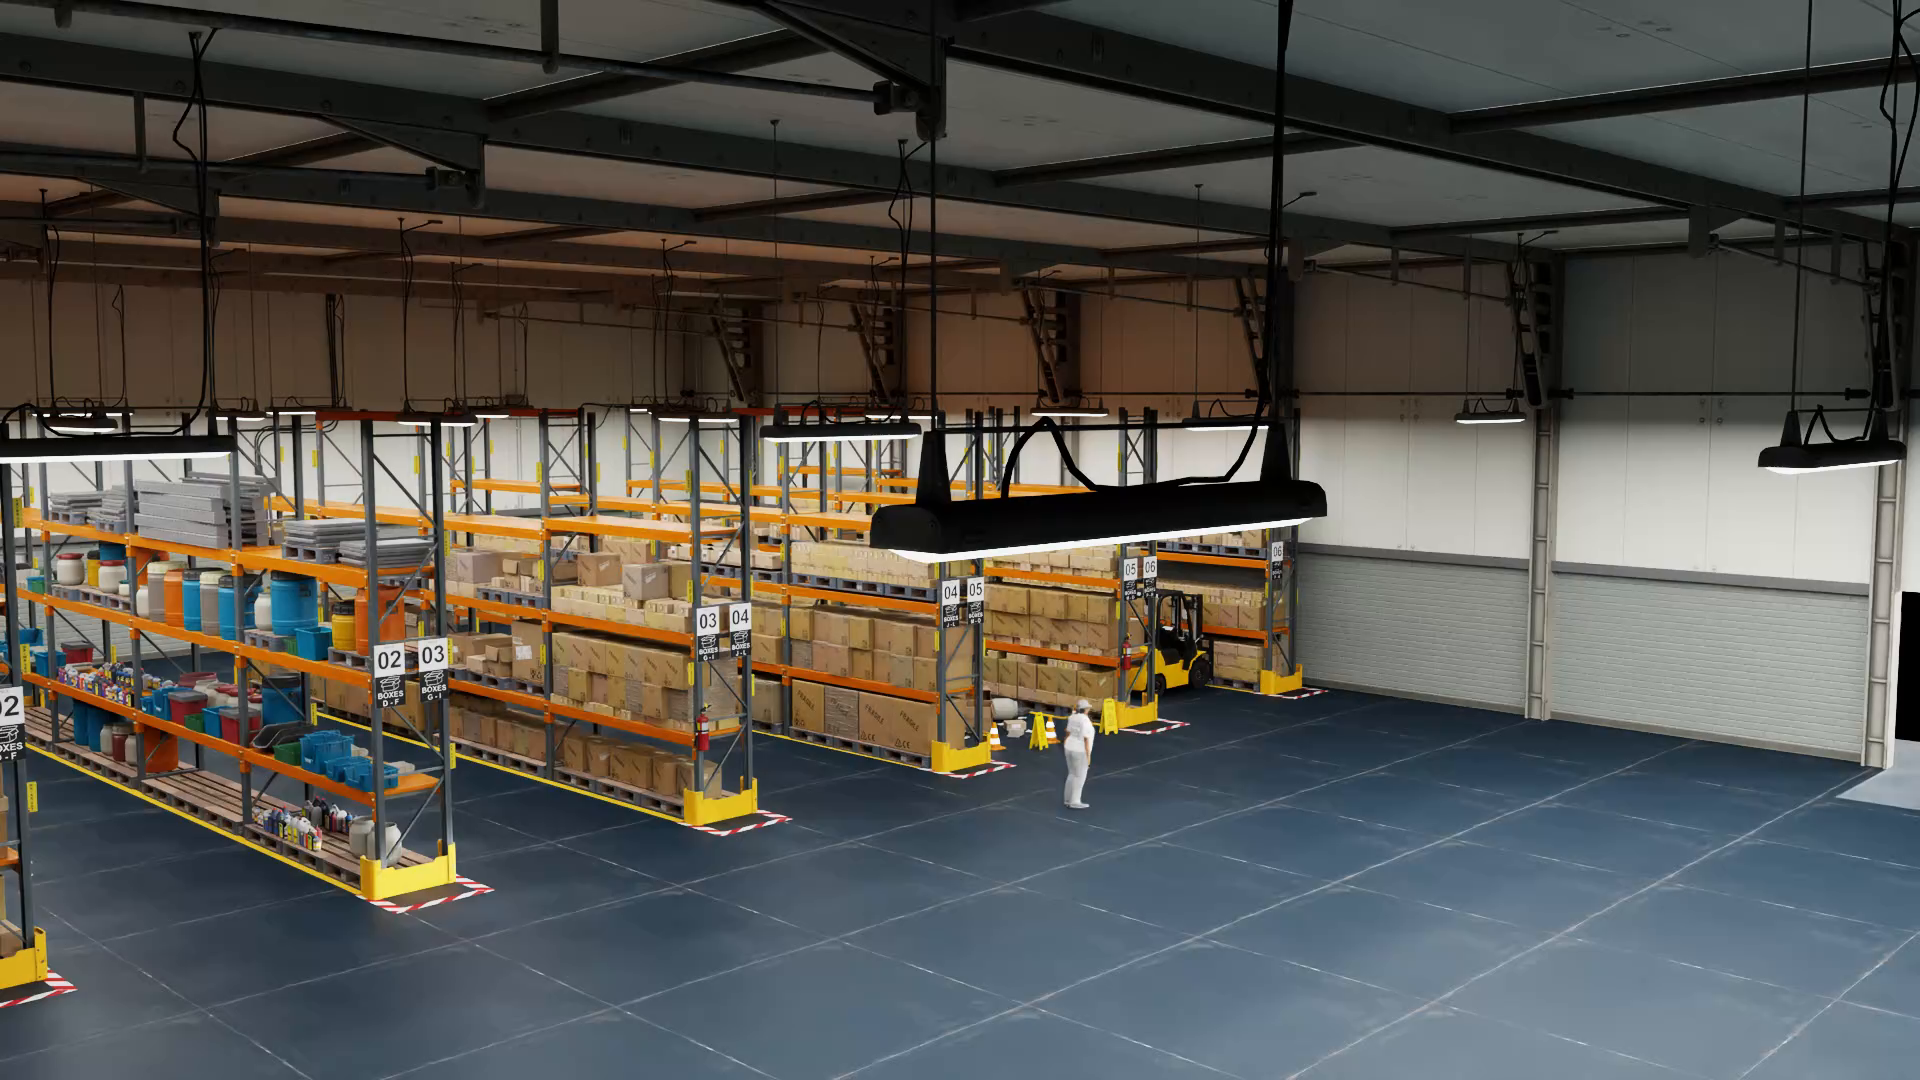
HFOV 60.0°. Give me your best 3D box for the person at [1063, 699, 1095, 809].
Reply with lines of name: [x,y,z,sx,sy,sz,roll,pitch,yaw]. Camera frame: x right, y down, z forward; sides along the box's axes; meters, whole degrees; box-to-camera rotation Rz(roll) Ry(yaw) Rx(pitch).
person: [1.829,3.258,25.437,0.429,1.663,0.580,-3,6,-31]
